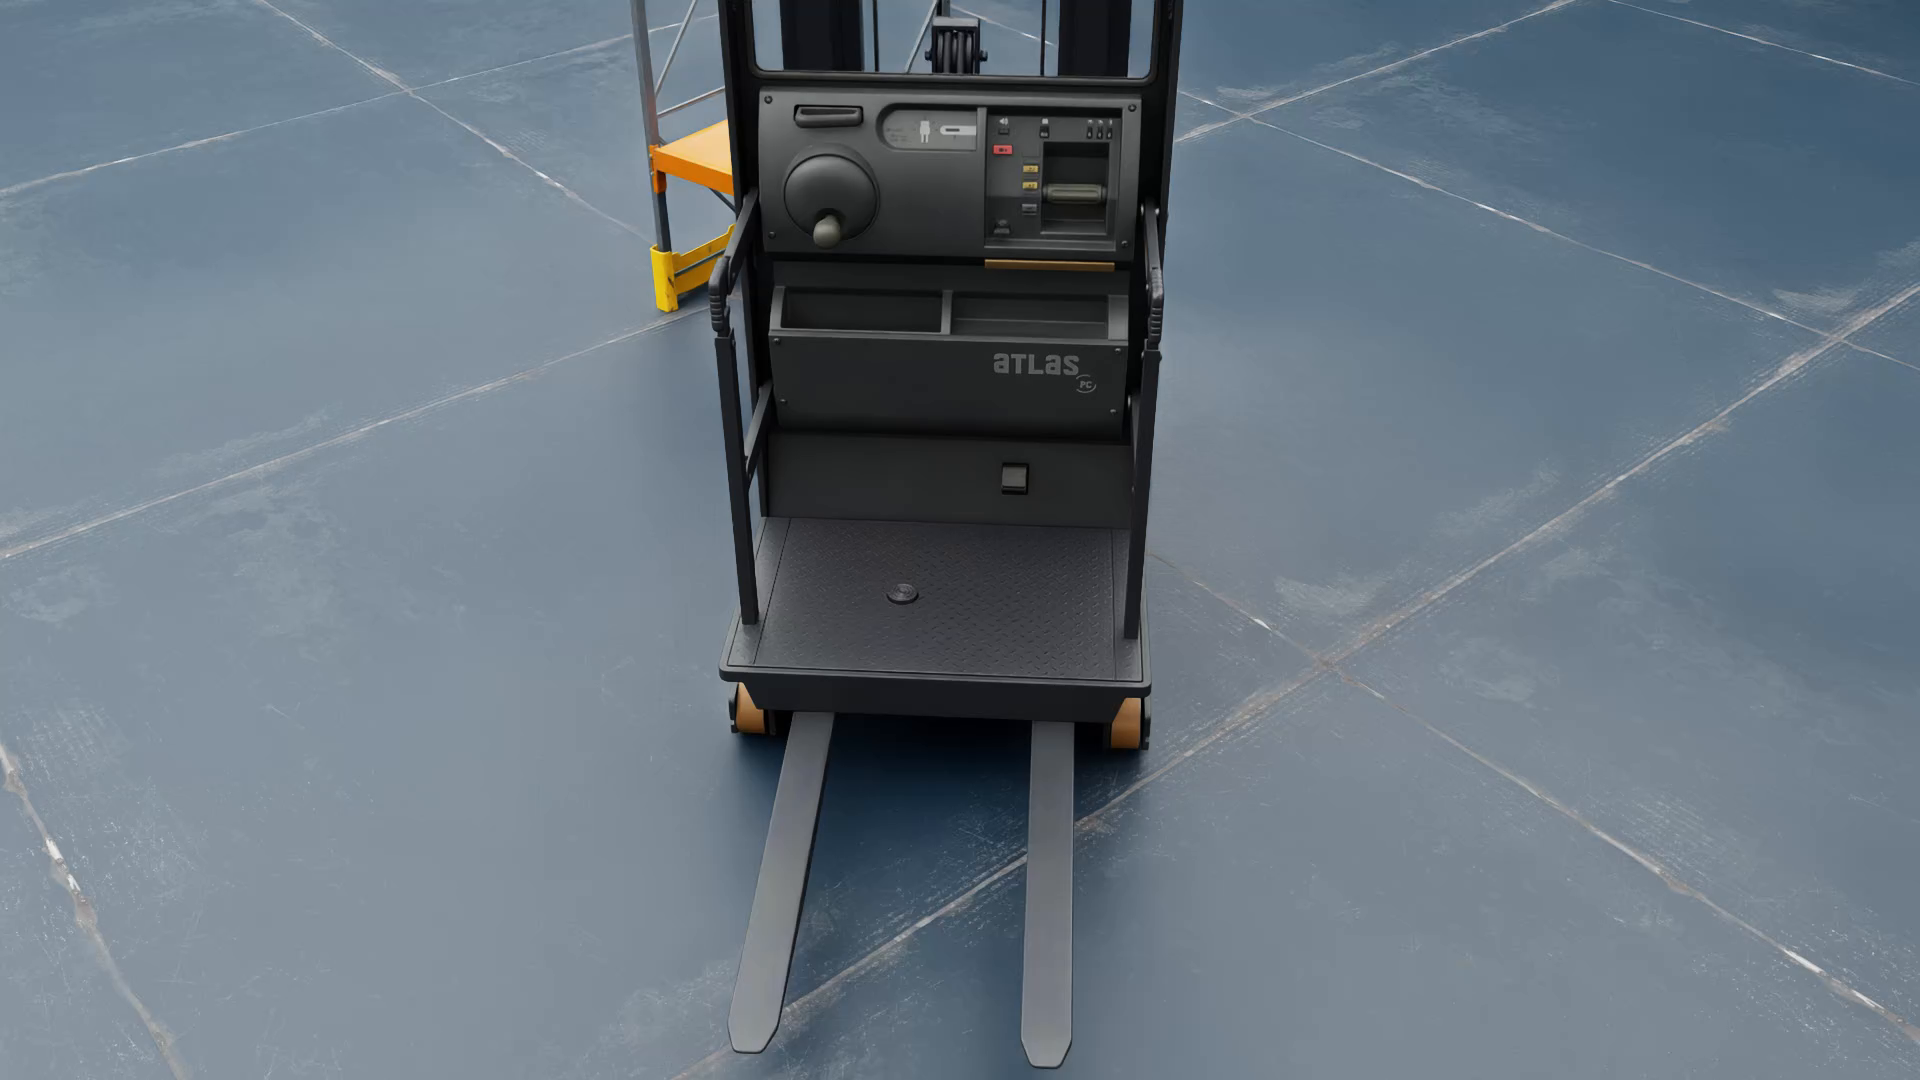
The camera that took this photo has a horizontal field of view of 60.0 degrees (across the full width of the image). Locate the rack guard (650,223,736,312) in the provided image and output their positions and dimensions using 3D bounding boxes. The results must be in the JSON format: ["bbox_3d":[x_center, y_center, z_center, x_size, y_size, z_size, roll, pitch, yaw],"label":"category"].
[{"bbox_3d":[-0.990,-1.139,6.642,0.087,0.250,0.587,24,42,29],"label":"rack guard"}]

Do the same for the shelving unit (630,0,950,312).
[{"bbox_3d":[-0.593,-1.476,6.036,1.083,1.500,0.587,24,42,29],"label":"shelving unit"}]

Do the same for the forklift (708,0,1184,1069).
[{"bbox_3d":[-0.038,-0.833,3.890,1.130,2.935,3.031,2,35,3],"label":"forklift"}]

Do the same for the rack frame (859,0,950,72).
[{"bbox_3d":[-0.195,-1.301,5.790,0.032,1.500,0.500,24,42,29],"label":"rack frame"}]

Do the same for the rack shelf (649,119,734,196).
[{"bbox_3d":[-0.601,-1.332,6.144,1.000,0.185,0.538,24,42,29],"label":"rack shelf"}]

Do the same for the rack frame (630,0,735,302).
[{"bbox_3d":[-1.006,-1.656,6.291,0.032,1.500,0.500,24,42,29],"label":"rack frame"}]
